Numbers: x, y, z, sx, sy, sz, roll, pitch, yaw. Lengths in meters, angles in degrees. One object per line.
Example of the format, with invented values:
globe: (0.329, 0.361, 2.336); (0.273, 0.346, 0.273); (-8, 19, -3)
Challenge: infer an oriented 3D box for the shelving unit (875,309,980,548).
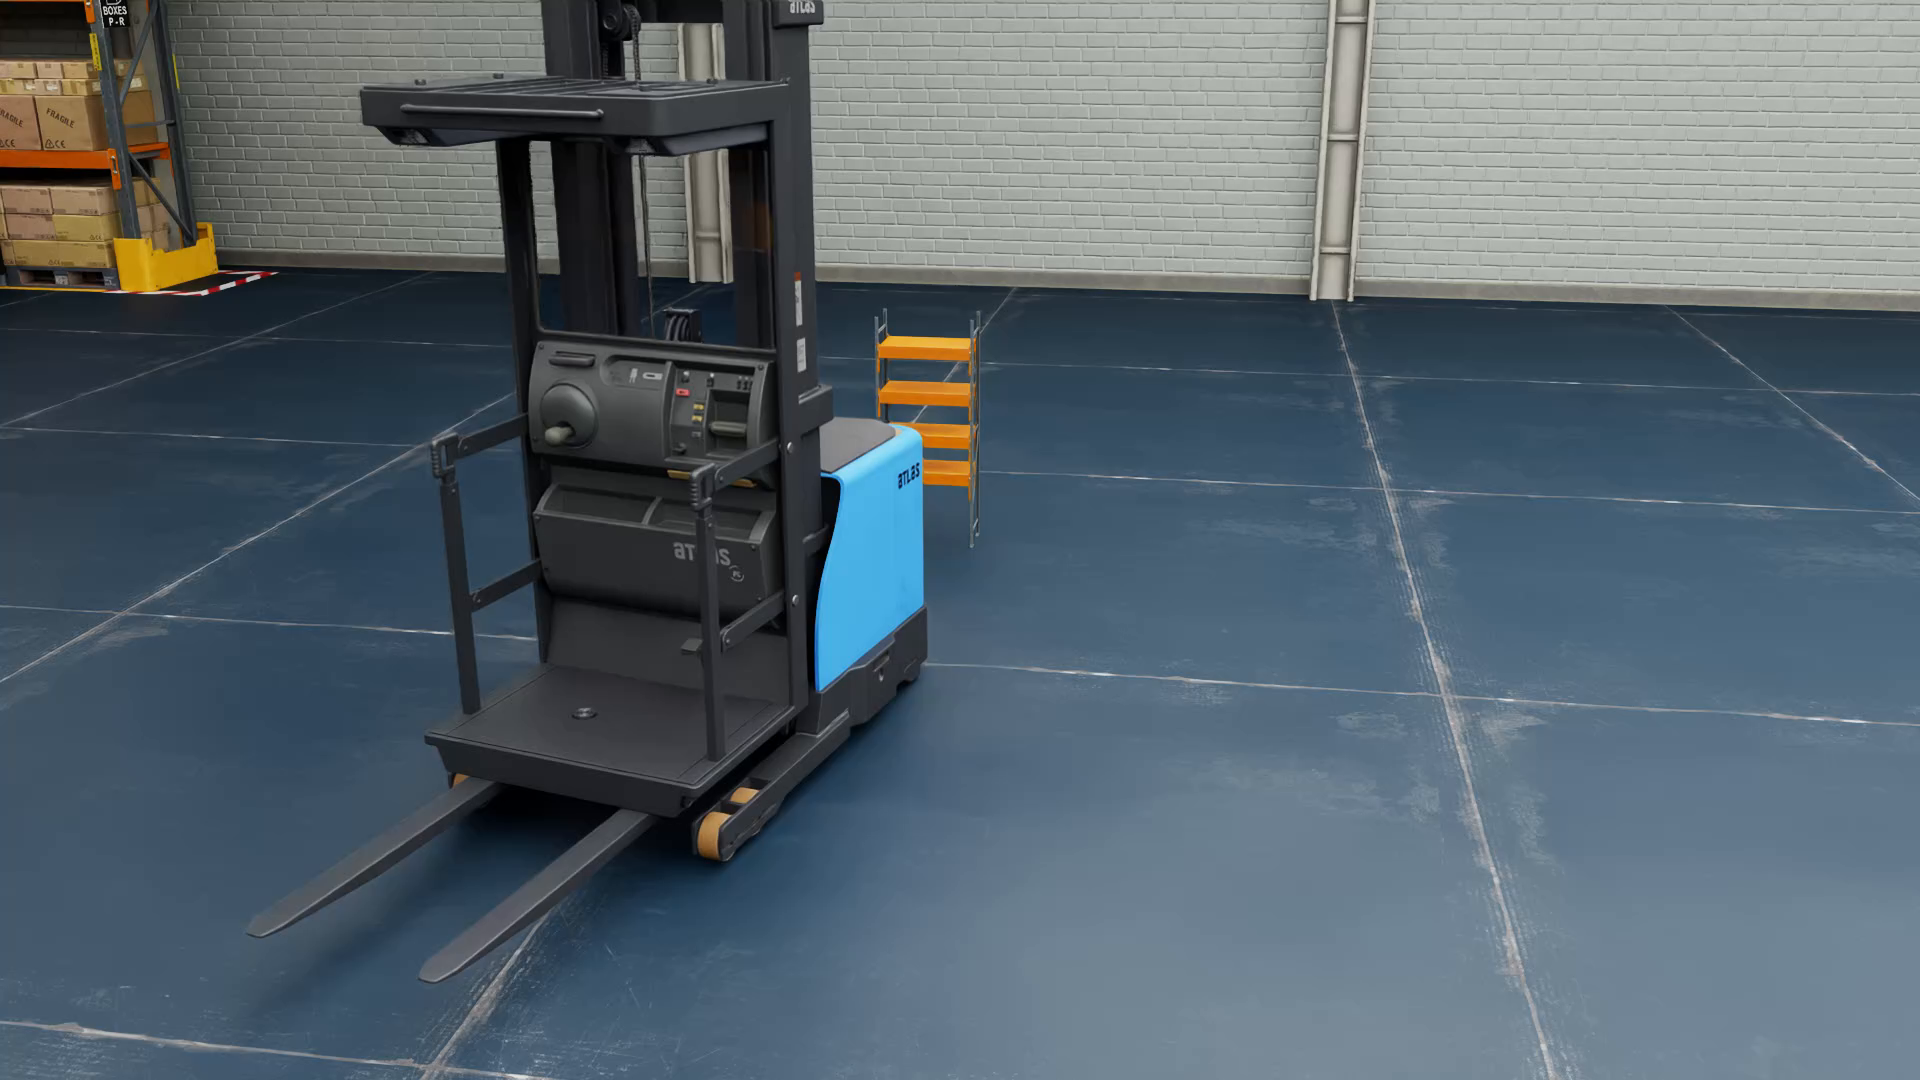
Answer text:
shelving unit: (-0.163, -0.577, 8.638); (0.503, 1.200, 0.258); (3, 19, 9)

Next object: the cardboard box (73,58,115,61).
cardboard box: (-8.376, -4.596, 16.162); (0.250, 0.149, 0.380); (4, 19, 11)

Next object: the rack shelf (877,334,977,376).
rack shelf: (-0.163, -0.950, 8.513); (0.480, 0.148, 0.258); (3, 19, 9)

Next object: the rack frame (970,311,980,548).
rack frame: (0.077, -0.565, 8.601); (0.015, 1.200, 0.240); (3, 19, 9)

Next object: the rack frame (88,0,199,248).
rack frame: (-7.825, -3.983, 15.979); (0.127, 3.000, 1.000); (3, 19, 9)

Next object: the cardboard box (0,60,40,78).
cardboard box: (-8.958, -4.474, 15.798); (0.250, 0.149, 0.380); (3, 19, 9)

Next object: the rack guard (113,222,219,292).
rack guard: (-7.802, -2.796, 16.372); (0.348, 0.500, 1.175); (3, 19, 9)

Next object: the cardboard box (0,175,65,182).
cardboard box: (-9.256, -3.488, 16.596); (0.500, 0.250, 0.500); (3, 19, 8)

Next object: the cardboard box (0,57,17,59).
cardboard box: (-9.389, -4.662, 16.360); (0.250, 0.149, 0.380); (2, 19, 7)

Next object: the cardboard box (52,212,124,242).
cardboard box: (-8.356, -3.041, 16.050); (0.500, 0.250, 0.500); (3, 19, 8)

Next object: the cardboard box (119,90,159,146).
cardboard box: (-8.270, -4.142, 16.297); (0.500, 0.500, 0.500); (4, 19, 10)

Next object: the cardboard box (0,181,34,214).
cardboard box: (-9.334, -3.324, 16.105); (0.500, 0.250, 0.500); (3, 19, 9)

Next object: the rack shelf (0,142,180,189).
rack shelf: (-9.800, -3.742, 16.394); (4.000, 0.370, 1.077); (3, 19, 9)

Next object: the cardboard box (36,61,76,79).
cardboard box: (-8.461, -4.433, 15.677); (0.250, 0.149, 0.380); (3, 19, 9)

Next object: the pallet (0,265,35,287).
pallet: (-9.788, -2.748, 16.683); (1.213, 0.211, 1.003); (3, 19, 9)

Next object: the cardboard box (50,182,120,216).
cardboard box: (-8.330, -3.277, 15.967); (0.500, 0.250, 0.500); (4, 19, 10)

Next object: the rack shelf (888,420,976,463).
rack shelf: (-0.163, -0.514, 8.659); (0.480, 0.148, 0.258); (3, 19, 9)

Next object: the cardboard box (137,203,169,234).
cardboard box: (-8.257, -3.204, 16.534); (0.500, 0.250, 0.500); (3, 19, 10)

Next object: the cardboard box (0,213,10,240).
cardboard box: (-9.362, -3.090, 16.193); (0.500, 0.250, 0.500); (2, 19, 7)

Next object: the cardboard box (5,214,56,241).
cardboard box: (-8.849, -3.070, 16.135); (0.500, 0.250, 0.500); (3, 19, 8)

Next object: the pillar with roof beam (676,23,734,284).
pillar with roof beam: (-3.129, -5.494, 11.042); (0.400, 9.000, 9.100); (3, 19, 9)

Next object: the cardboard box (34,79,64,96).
cardboard box: (-8.469, -4.271, 15.660); (0.250, 0.149, 0.380); (3, 19, 10)

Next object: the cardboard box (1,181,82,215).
cardboard box: (-8.835, -3.301, 16.038); (0.500, 0.250, 0.500); (3, 19, 10)

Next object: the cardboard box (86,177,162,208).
cardboard box: (-8.270, -3.435, 16.439); (0.500, 0.250, 0.500); (3, 19, 8)

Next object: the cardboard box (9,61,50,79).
cardboard box: (-8.724, -4.438, 15.691); (0.250, 0.149, 0.380); (3, 19, 10)

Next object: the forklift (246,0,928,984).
forklift: (-1.163, -0.462, 5.565); (1.130, 2.935, 3.031); (7, 20, 21)

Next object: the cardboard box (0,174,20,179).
cardboard box: (-9.761, -3.516, 16.680); (0.500, 0.250, 0.500); (3, 19, 8)

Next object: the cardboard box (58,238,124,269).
cardboard box: (-8.339, -2.803, 16.123); (0.500, 0.250, 0.500); (3, 19, 9)

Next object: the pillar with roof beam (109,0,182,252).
pillar with roof beam: (-9.053, -5.796, 11.945); (0.400, 9.000, 9.100); (3, 19, 9)

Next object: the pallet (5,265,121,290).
pallet: (-8.587, -2.686, 16.497); (1.213, 0.211, 1.003); (3, 19, 9)

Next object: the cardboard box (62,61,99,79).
cardboard box: (-8.212, -4.431, 15.669); (0.250, 0.149, 0.380); (3, 19, 9)

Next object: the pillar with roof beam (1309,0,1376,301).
pillar with roof beam: (2.795, -5.192, 10.140); (0.400, 9.000, 9.100); (3, 19, 9)

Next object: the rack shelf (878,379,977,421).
rack shelf: (-0.163, -0.726, 8.588); (0.480, 0.148, 0.258); (3, 19, 9)

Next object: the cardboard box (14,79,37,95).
cardboard box: (-8.716, -4.303, 15.757); (0.250, 0.149, 0.380); (3, 19, 10)

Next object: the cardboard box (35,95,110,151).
cardboard box: (-8.353, -3.973, 15.791); (0.500, 0.500, 0.500); (3, 19, 7)

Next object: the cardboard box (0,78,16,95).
cardboard box: (-8.959, -4.319, 15.805); (0.250, 0.149, 0.380); (3, 19, 8)

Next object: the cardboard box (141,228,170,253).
cardboard box: (-8.279, -2.964, 16.605); (0.500, 0.250, 0.500); (3, 19, 9)

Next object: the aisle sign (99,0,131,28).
aisle sign: (-7.807, -5.120, 15.281); (0.004, 0.787, 0.394); (3, 19, 9)

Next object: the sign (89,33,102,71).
sign: (-7.925, -4.475, 15.251); (0.005, 0.325, 0.100); (3, 19, 9)

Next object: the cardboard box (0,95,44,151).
cardboard box: (-8.864, -4.002, 15.878); (0.500, 0.500, 0.500); (4, 19, 10)

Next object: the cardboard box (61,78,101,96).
cardboard box: (-8.212, -4.267, 15.650); (0.250, 0.149, 0.380); (3, 19, 9)

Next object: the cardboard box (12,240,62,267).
cardboard box: (-8.829, -2.831, 16.207); (0.500, 0.250, 0.500); (3, 19, 9)

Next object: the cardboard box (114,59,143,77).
cardboard box: (-8.123, -4.563, 16.063); (0.250, 0.149, 0.380); (3, 19, 8)

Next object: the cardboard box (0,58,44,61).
cardboard box: (-9.145, -4.618, 16.228); (0.250, 0.149, 0.380); (4, 19, 10)

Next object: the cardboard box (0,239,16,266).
cardboard box: (-9.321, -2.859, 16.291); (0.500, 0.250, 0.500); (3, 19, 9)

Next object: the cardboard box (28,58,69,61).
cardboard box: (-8.881, -4.612, 16.212); (0.250, 0.149, 0.380); (3, 19, 9)

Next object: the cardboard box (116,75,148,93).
cardboard box: (-8.119, -4.436, 16.154); (0.250, 0.149, 0.380); (2, 19, 7)

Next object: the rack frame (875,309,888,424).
rack frame: (-0.404, -0.590, 8.674); (0.015, 1.200, 0.240); (3, 19, 9)

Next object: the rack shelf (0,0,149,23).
rack shelf: (-9.800, -5.165, 15.918); (4.000, 0.370, 1.077); (3, 19, 9)

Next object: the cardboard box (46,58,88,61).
cardboard box: (-8.639, -4.595, 16.161); (0.250, 0.149, 0.380); (3, 19, 10)

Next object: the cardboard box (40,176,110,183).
cardboard box: (-8.764, -3.460, 16.511); (0.500, 0.250, 0.500); (3, 19, 9)

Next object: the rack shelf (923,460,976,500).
rack shelf: (-0.163, -0.325, 8.722); (0.480, 0.148, 0.258); (3, 19, 9)

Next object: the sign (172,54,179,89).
sign: (-7.731, -4.604, 16.347); (0.005, 0.325, 0.100); (3, 19, 9)
